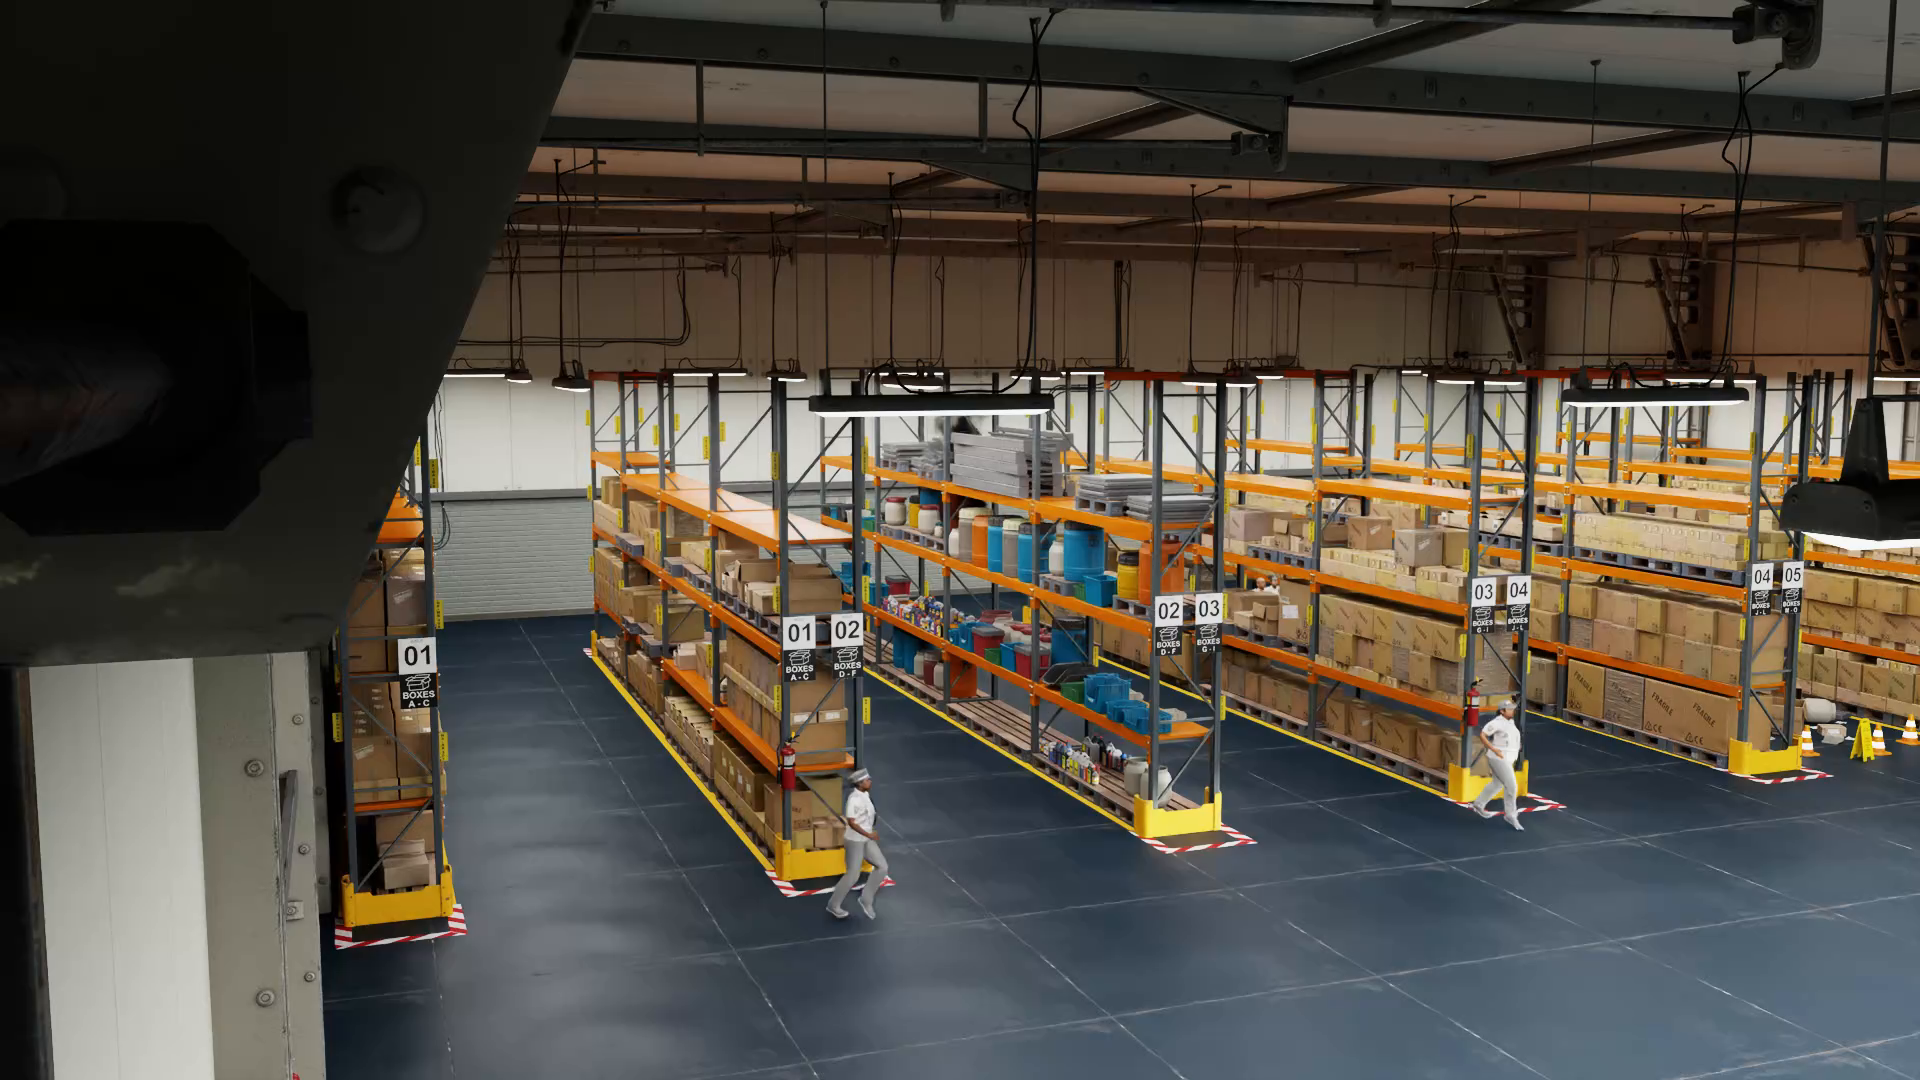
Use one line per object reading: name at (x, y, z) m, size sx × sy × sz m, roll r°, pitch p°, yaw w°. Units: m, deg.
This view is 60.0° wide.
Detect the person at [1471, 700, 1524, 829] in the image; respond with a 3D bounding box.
person at (7.332, 3.010, 22.502) m, size 0.745 × 1.731 × 0.637 m, roll 5°, pitch 8°, yaw 38°

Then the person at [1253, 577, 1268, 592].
person at (6.216, 1.635, 34.440) m, size 0.709 × 1.733 × 0.638 m, roll -4°, pitch 8°, yaw -34°

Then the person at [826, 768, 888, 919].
person at (-1.137, 3.419, 18.836) m, size 0.659 × 1.692 × 0.654 m, roll 2°, pitch 7°, yaw 15°

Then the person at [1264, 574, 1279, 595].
person at (6.683, 1.547, 35.590) m, size 0.637 × 1.675 × 0.765 m, roll -2°, pitch 7°, yaw -17°
